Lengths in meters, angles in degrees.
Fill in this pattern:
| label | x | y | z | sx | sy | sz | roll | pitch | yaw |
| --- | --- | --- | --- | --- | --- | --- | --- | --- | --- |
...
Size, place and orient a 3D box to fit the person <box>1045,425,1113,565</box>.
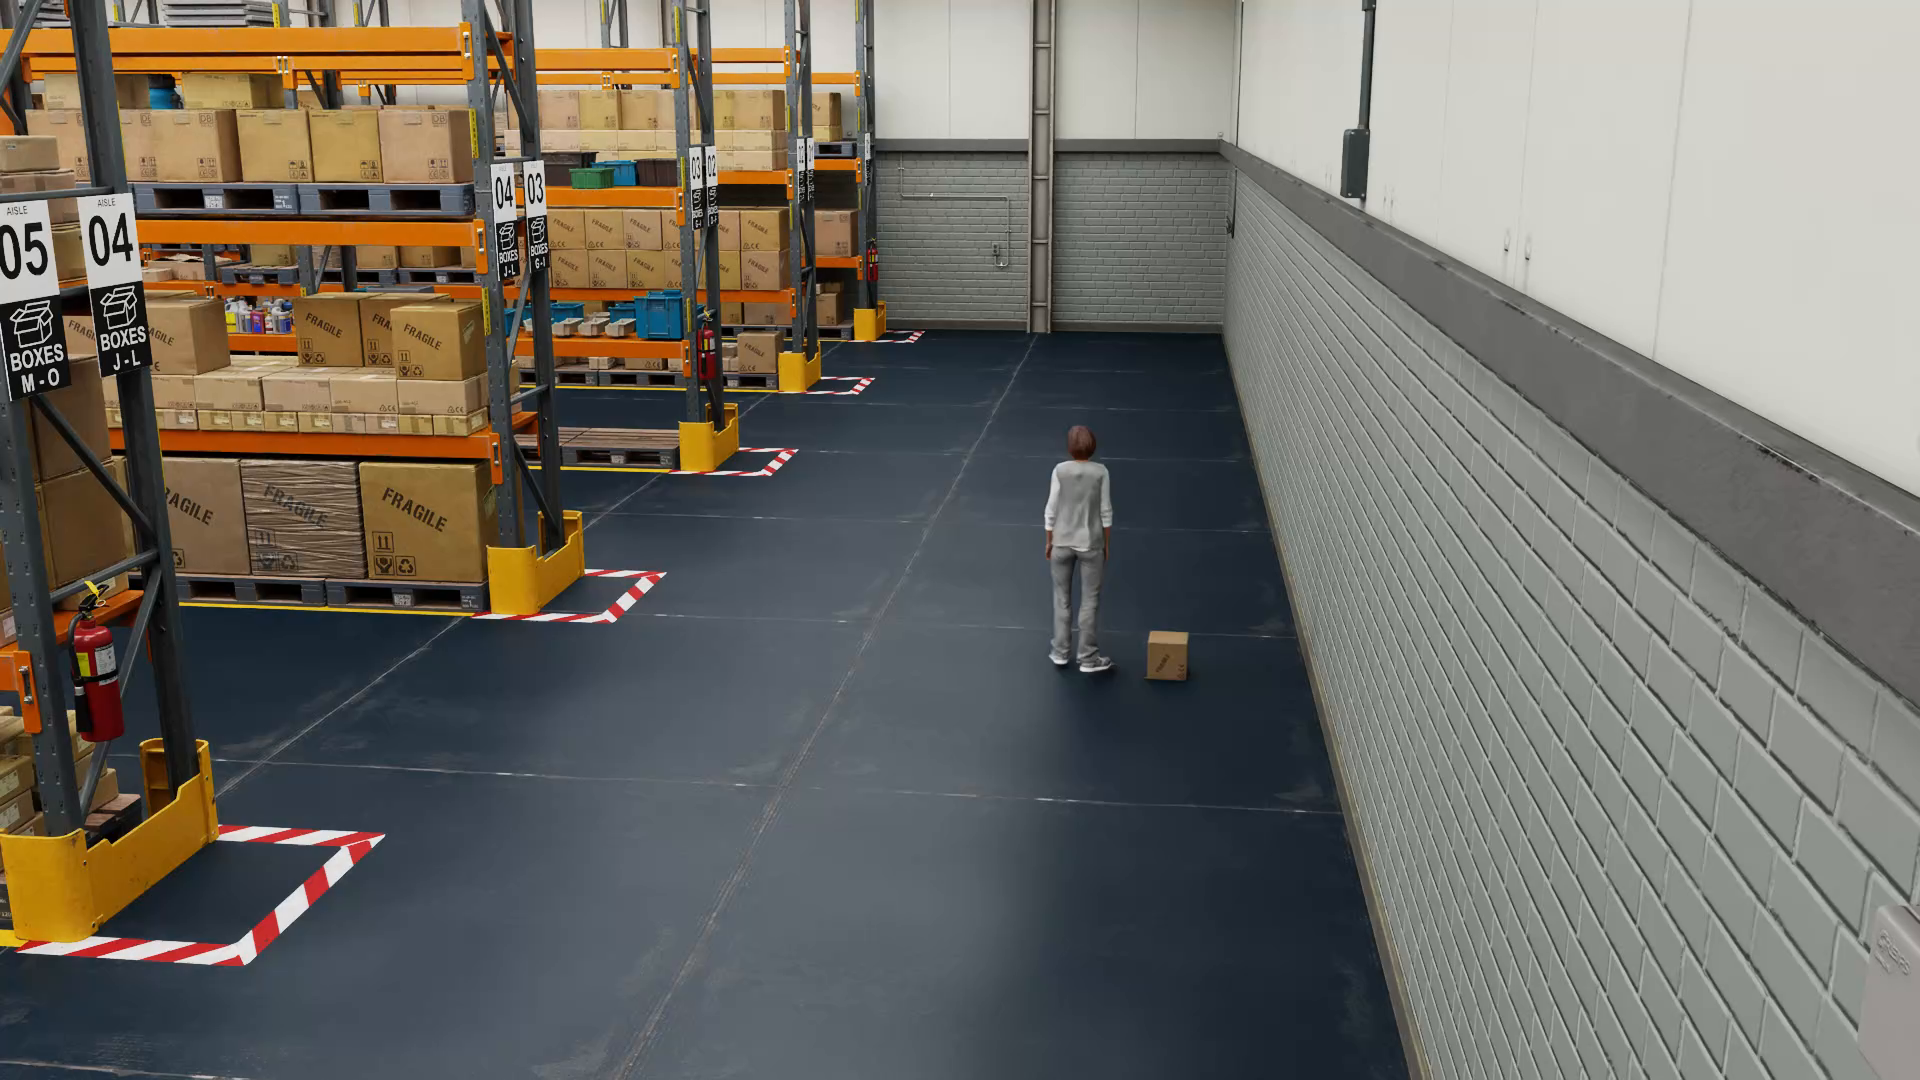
| label | x | y | z | sx | sy | sz | roll | pitch | yaw |
| --- | --- | --- | --- | --- | --- | --- | --- | --- | --- |
| person | 0.763 | -0.273 | 10.665 | 0.435 | 0.925 | 0.328 | 3 | 15 | 11 |
